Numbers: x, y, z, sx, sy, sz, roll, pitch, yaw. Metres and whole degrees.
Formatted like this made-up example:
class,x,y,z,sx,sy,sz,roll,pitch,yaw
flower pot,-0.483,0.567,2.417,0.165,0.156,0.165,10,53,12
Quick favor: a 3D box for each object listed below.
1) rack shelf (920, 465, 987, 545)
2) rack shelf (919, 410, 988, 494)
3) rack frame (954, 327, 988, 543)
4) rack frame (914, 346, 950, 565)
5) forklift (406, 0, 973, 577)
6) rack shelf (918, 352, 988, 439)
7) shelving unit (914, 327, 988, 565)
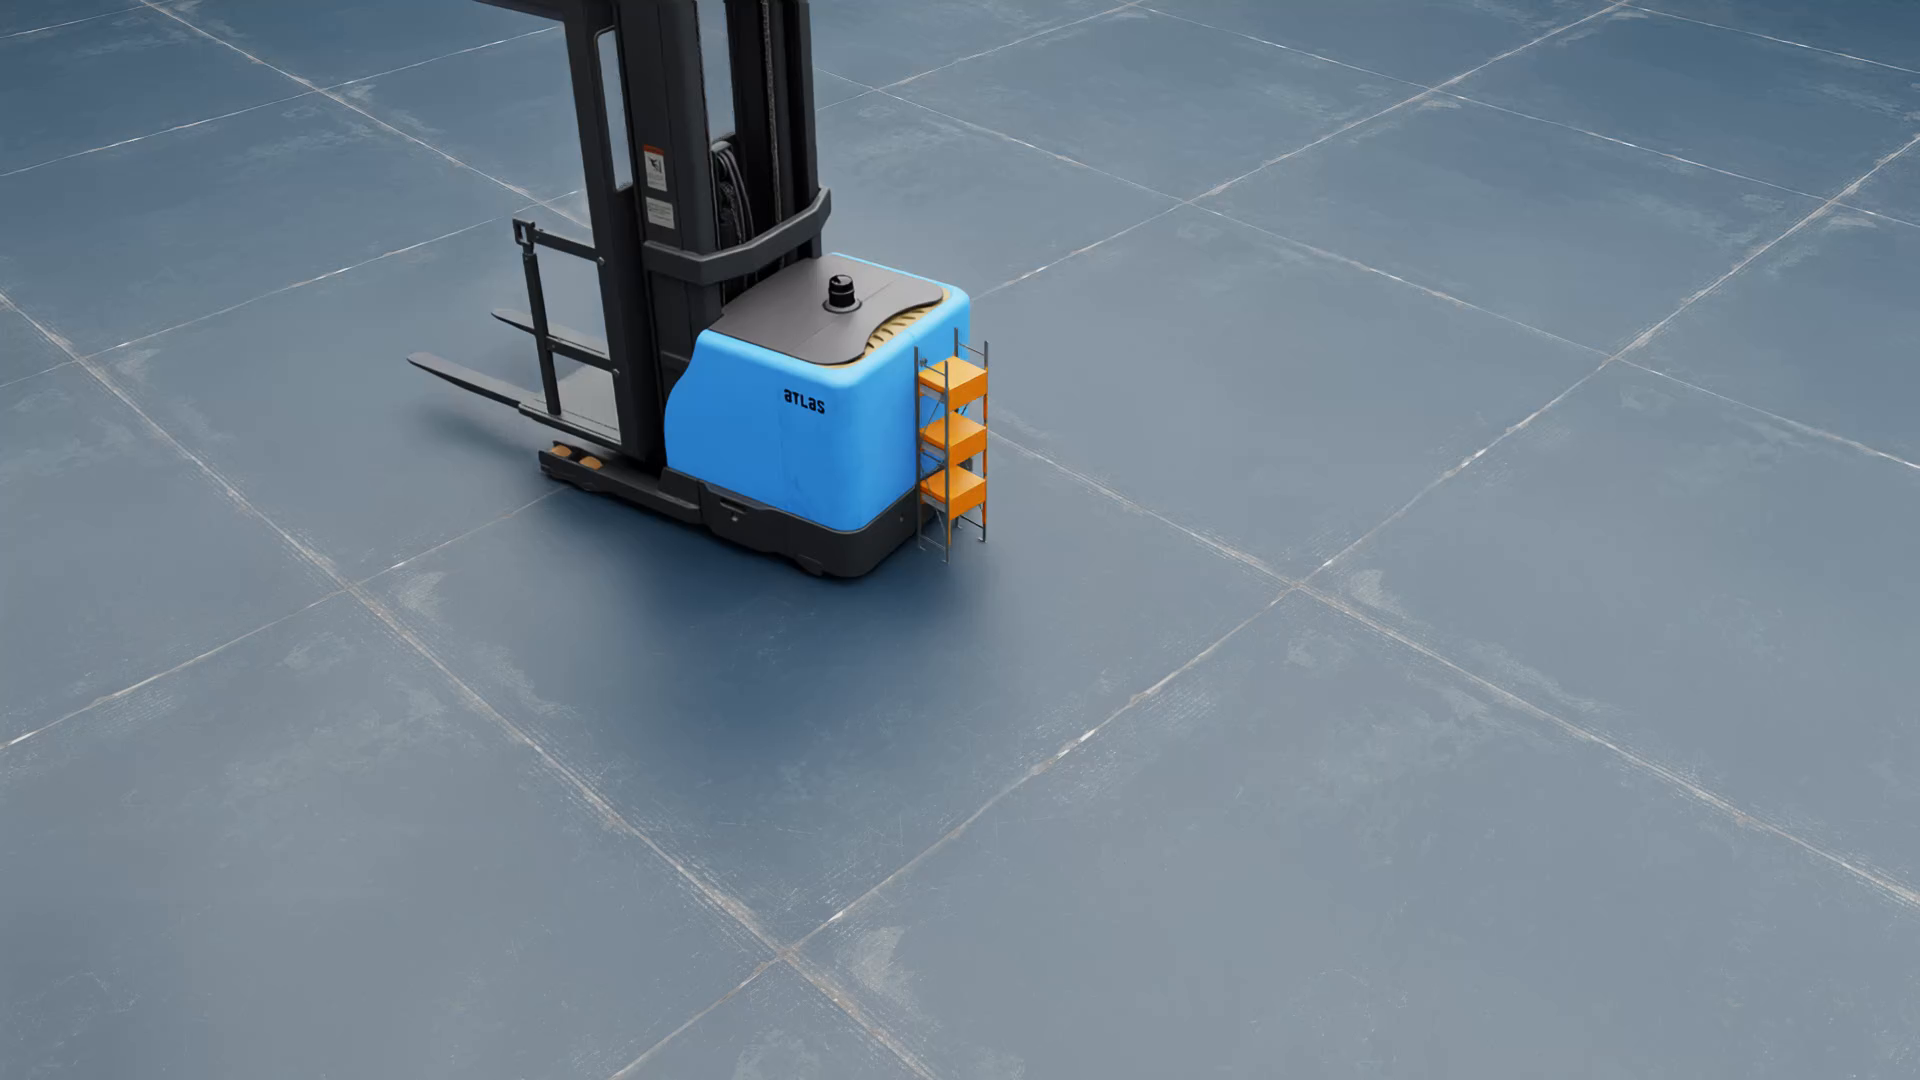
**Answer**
class,x,y,z,sx,sy,sz,roll,pitch,yaw
rack shelf,-0.037,-0.172,7.583,0.215,0.259,0.240,29,44,35
rack shelf,-0.037,-0.400,7.424,0.215,0.259,0.240,29,44,35
rack frame,0.048,-0.459,7.490,0.200,1.050,0.008,29,44,35
rack frame,-0.122,-0.359,7.347,0.200,1.050,0.008,29,44,35
forklift,-1.457,-1.672,7.586,3.031,2.935,1.130,20,40,26
rack shelf,-0.037,-0.633,7.262,0.215,0.259,0.240,29,44,35
shelving unit,-0.037,-0.409,7.418,0.215,1.050,0.252,29,44,35
